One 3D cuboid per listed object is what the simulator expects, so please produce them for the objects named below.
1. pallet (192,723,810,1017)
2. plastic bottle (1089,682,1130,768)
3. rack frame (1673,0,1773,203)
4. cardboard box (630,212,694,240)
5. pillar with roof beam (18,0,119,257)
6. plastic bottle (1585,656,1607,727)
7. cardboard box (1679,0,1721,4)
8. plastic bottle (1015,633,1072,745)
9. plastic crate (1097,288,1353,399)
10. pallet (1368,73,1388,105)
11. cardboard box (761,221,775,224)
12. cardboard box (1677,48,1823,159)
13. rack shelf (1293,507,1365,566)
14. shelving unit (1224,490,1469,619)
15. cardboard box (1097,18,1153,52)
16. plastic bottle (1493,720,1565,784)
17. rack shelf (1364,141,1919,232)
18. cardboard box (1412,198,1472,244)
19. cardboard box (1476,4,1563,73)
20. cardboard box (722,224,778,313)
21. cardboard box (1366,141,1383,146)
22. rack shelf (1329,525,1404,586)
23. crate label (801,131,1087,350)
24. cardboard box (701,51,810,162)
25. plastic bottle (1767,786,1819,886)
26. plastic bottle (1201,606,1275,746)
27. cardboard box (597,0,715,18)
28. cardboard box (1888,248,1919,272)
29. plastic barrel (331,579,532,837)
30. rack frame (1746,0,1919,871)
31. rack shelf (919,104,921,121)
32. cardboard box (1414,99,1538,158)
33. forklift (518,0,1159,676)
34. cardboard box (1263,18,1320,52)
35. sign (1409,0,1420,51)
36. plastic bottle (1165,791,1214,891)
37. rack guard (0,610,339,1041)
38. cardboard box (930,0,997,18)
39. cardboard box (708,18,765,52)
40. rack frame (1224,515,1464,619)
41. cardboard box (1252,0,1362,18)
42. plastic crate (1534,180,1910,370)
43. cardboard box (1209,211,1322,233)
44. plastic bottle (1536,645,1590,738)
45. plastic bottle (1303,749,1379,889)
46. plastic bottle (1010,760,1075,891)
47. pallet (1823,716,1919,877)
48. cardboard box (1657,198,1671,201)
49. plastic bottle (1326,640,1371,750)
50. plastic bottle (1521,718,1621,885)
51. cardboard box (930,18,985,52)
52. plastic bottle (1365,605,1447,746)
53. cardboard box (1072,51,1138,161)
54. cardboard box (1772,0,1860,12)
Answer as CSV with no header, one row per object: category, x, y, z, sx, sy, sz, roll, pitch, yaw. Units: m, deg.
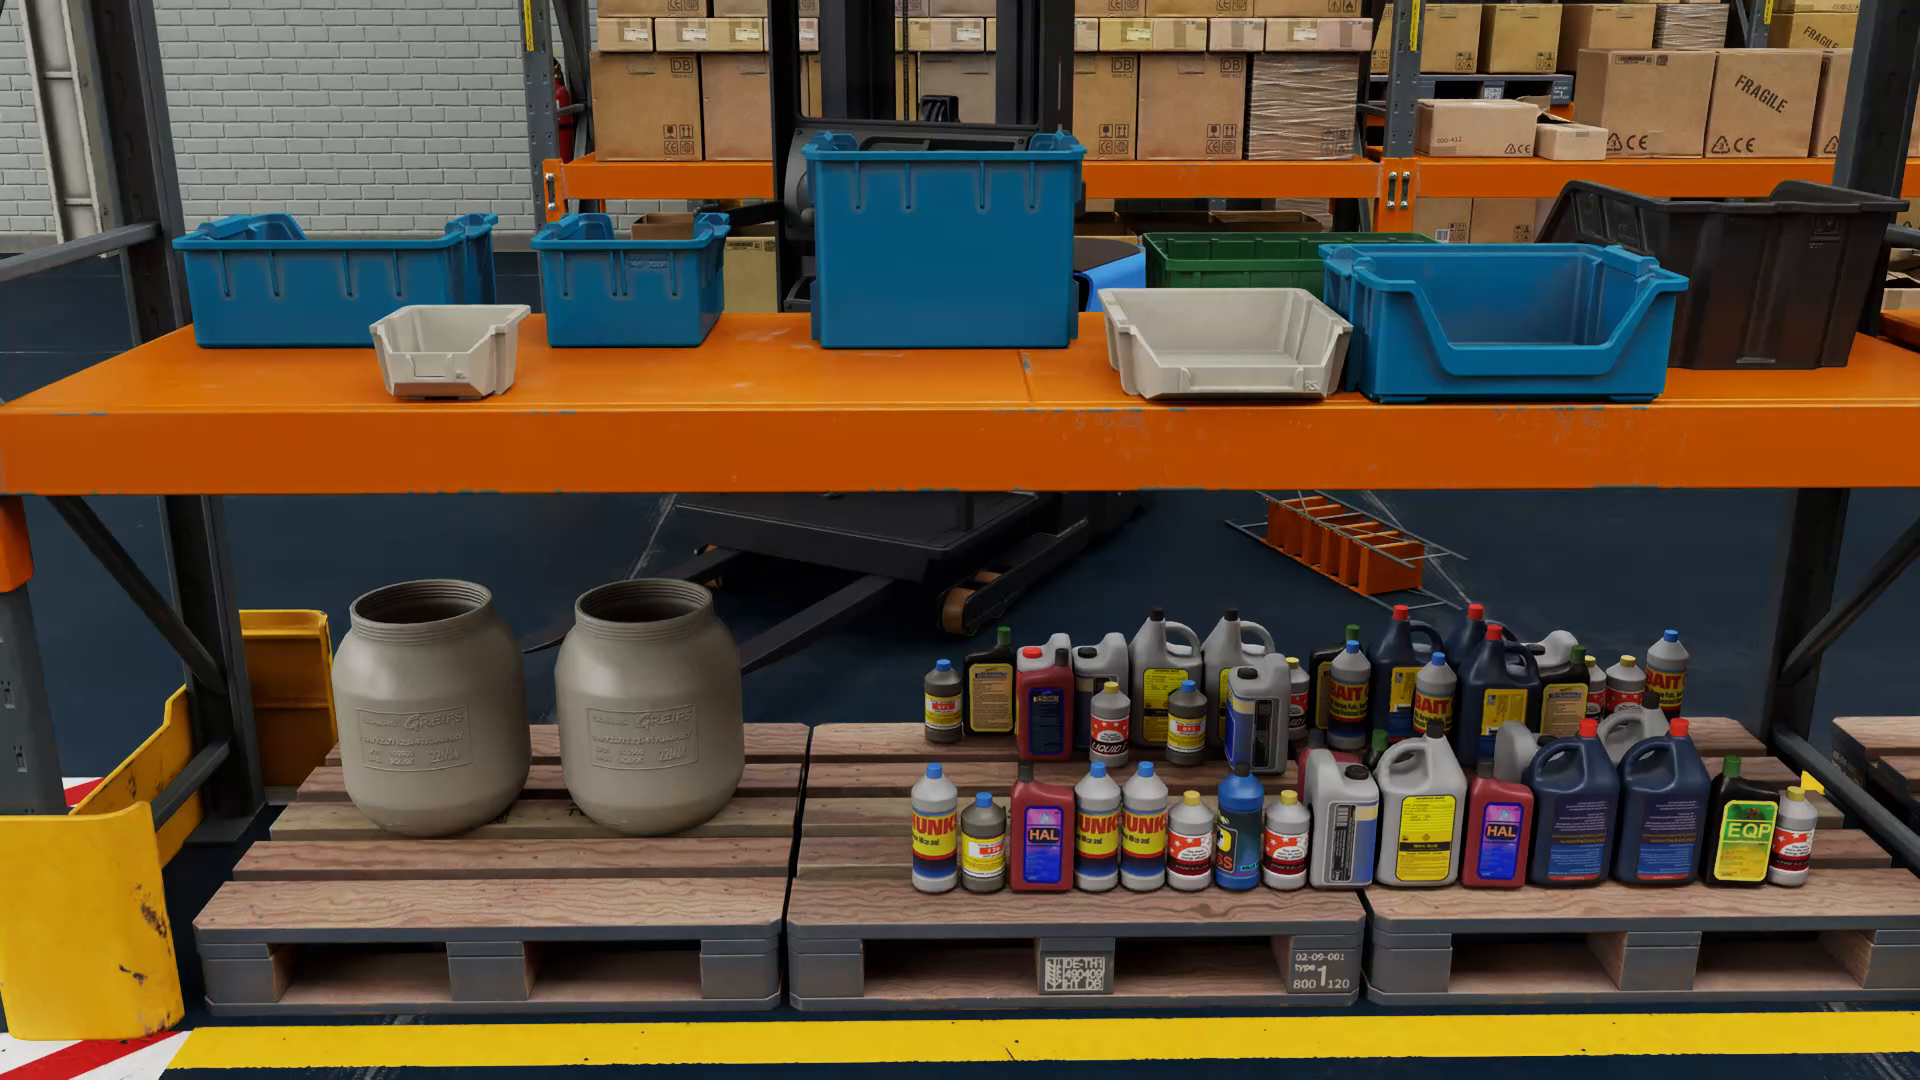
pallet,-0.984,0.735,3.911,1.213,0.211,1.003,0,18,-1
plastic bottle,0.370,0.449,4.099,0.097,0.201,0.097,0,18,0
rack frame,5.971,-3.640,12.985,0.127,3.000,1.000,0,18,-1
cardboard box,-1.414,-1.430,8.681,0.500,0.500,0.500,0,18,-1
pillar with roof beam,-7.273,-5.382,8.594,0.400,9.000,9.100,0,18,-1
plastic bottle,1.599,0.396,4.262,0.097,0.201,0.097,0,18,0
cardboard box,5.627,-4.195,12.770,0.250,0.149,0.380,-3,18,-8
plastic bottle,0.211,0.376,4.204,0.135,0.276,0.152,0,18,0
plastic crate,0.509,-0.384,3.267,0.437,0.136,0.530,0,18,-1
pallet,2.738,-3.489,12.827,1.213,0.211,1.003,0,18,-1
cardboard box,-1.334,-2.507,13.133,0.500,0.311,0.500,-2,18,-7
cardboard box,3.849,-2.159,8.205,0.500,0.500,0.500,0,18,-1
rack shelf,1.395,-0.016,6.275,0.258,0.180,0.103,-7,19,-21
shelving unit,1.412,-0.003,6.236,0.258,0.189,1.200,-7,19,-21
cardboard box,0.768,-2.393,7.873,0.250,0.149,0.380,0,18,-1
plastic bottle,1.269,0.539,3.695,0.135,0.276,0.152,0,18,-1
rack shelf,4.053,-1.775,8.348,4.000,0.370,1.077,0,18,-1
cardboard box,3.734,-2.657,13.291,0.500,0.500,0.700,0,18,0
cardboard box,4.256,-3.879,12.846,0.500,0.500,0.700,0,18,-1
cardboard box,-0.906,-1.274,8.195,0.500,0.500,0.500,0,18,-1
cardboard box,3.148,-3.009,13.162,0.500,0.250,0.500,-1,18,-2
rack shelf,1.487,0.053,6.064,0.258,0.180,0.103,-7,19,-21
crate label,-0.035,-0.684,3.712,0.616,0.435,0.502,0,18,-1
cardboard box,-0.954,-2.139,8.140,0.500,0.500,0.700,0,18,1
plastic bottle,1.770,0.625,3.551,0.097,0.201,0.097,0,18,0
plastic bottle,0.701,0.337,4.204,0.185,0.351,0.144,0,18,-1
cardboard box,-1.426,-2.753,7.931,0.500,0.500,0.700,0,18,-1
cardboard box,5.000,-1.367,8.795,0.500,0.311,0.500,-1,18,-2
plastic barrel,-1.214,0.382,3.831,0.421,0.512,0.421,0,18,0
rack frame,2.128,-0.595,3.492,0.127,3.000,1.000,0,18,-1
rack shelf,-0.028,-3.269,13.005,4.000,0.370,1.077,0,18,-1
cardboard box,2.545,-2.052,8.280,0.500,0.250,0.500,1,18,3
forklift,-0.295,-1.228,5.577,1.130,2.935,3.031,9,20,27
cardboard box,1.538,-2.397,7.884,0.250,0.149,0.380,-1,18,-2
sign,2.064,-2.389,7.536,0.005,0.325,0.100,0,18,-1
plastic bottle,0.488,0.631,3.531,0.097,0.201,0.097,0,18,0
rack guard,-1.796,0.600,3.860,0.348,0.500,1.175,0,18,-1
cardboard box,0.105,-2.762,7.960,0.500,0.500,0.700,0,18,-1
cardboard box,-1.037,-2.384,7.844,0.250,0.149,0.380,0,18,-1
rack frame,1.412,0.084,6.264,0.240,0.006,1.200,-7,19,-21
cardboard box,1.610,-2.769,7.982,0.500,0.500,0.700,0,18,-1
plastic crate,1.603,-0.602,3.615,0.504,0.338,0.767,0,18,-1
cardboard box,1.585,-1.449,8.741,0.500,0.500,0.500,0,18,-1
plastic bottle,1.482,0.399,4.120,0.133,0.283,0.061,0,18,-1
plastic bottle,0.811,0.585,3.551,0.135,0.276,0.152,0,18,0
plastic bottle,0.173,0.599,3.497,0.133,0.283,0.061,0,18,0
pallet,2.913,0.717,3.967,1.213,0.211,1.003,0,18,-1
cardboard box,5.252,-2.640,13.239,0.500,0.500,0.700,0,18,0
plastic bottle,0.979,0.385,4.184,0.097,0.271,0.097,0,18,0
plastic bottle,1.297,0.549,3.543,0.185,0.351,0.144,-1,18,-4
cardboard box,-0.013,-2.389,7.857,0.250,0.149,0.380,0,18,0
plastic bottle,1.126,0.335,4.210,0.185,0.351,0.144,-1,18,-3
cardboard box,0.581,-2.146,8.163,0.500,0.500,0.700,0,18,0
cardboard box,6.458,-4.120,12.568,0.500,0.250,0.500,0,18,0
